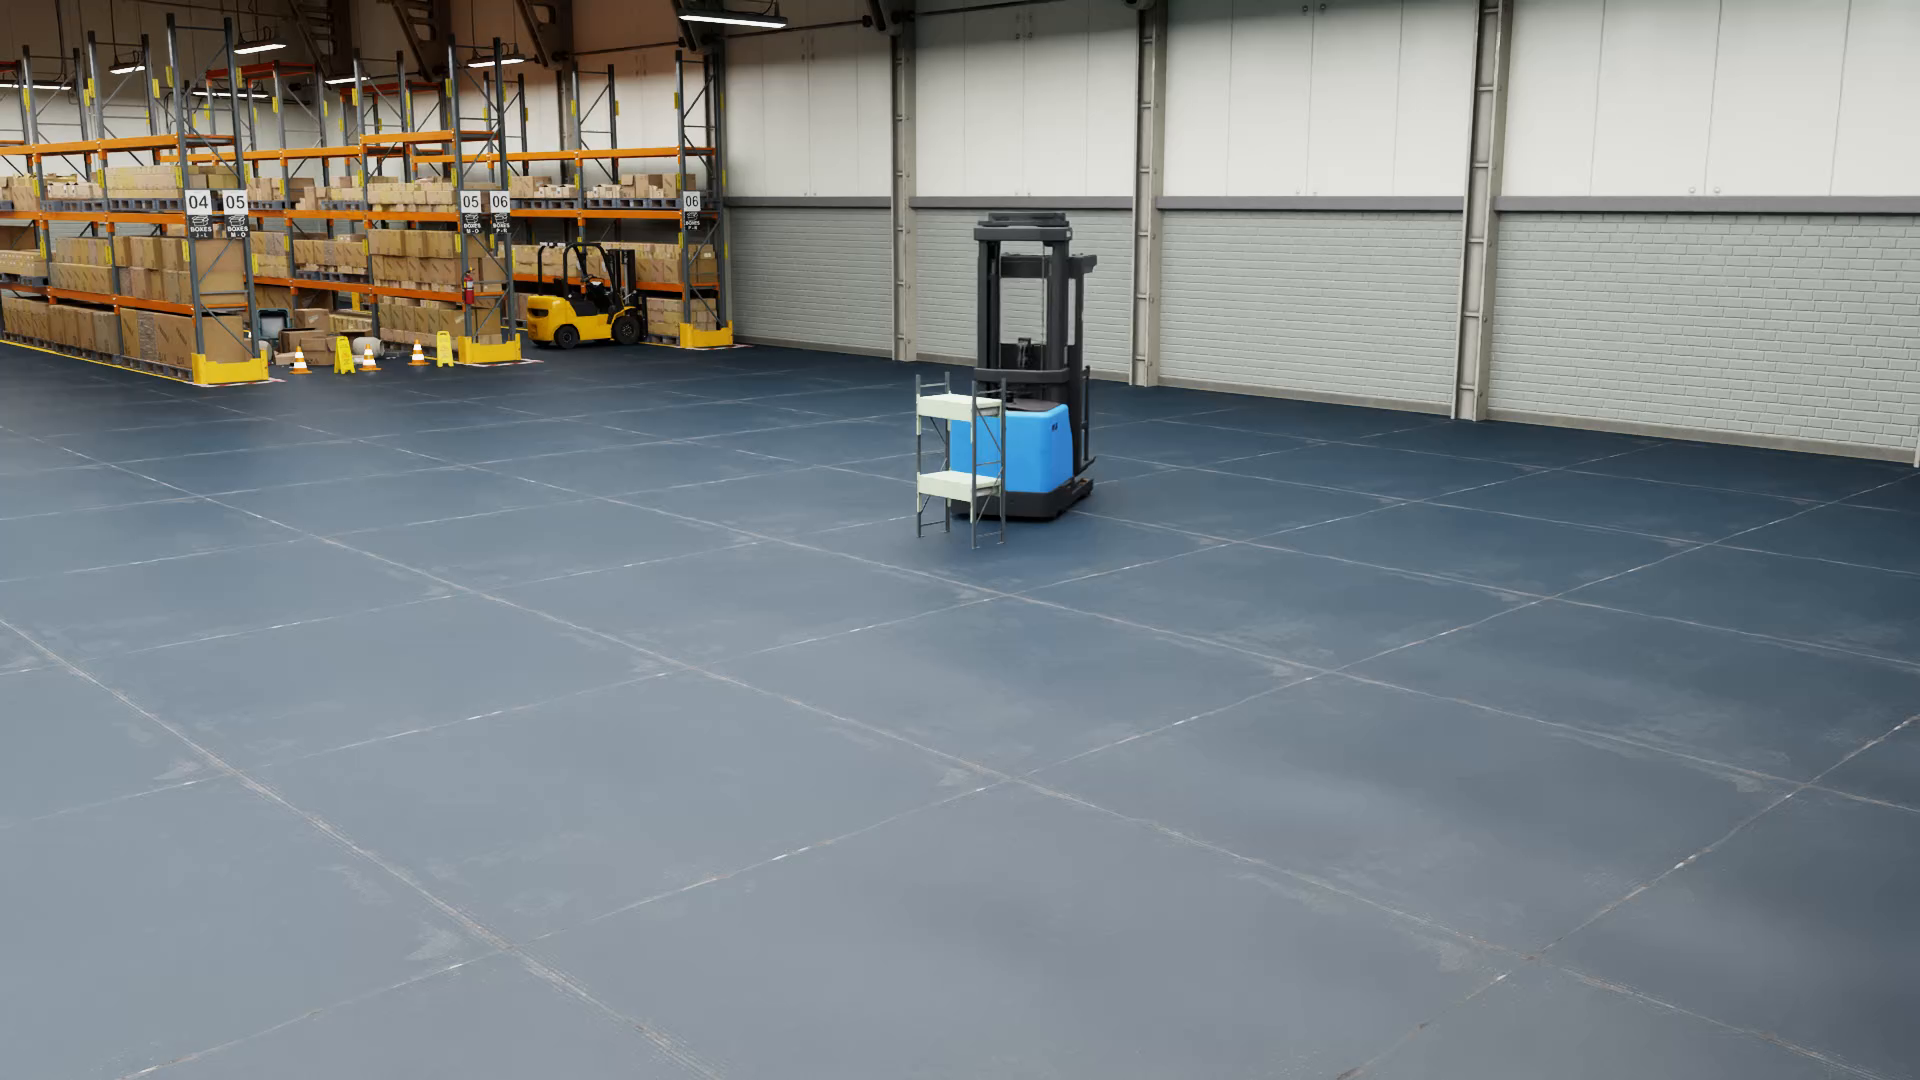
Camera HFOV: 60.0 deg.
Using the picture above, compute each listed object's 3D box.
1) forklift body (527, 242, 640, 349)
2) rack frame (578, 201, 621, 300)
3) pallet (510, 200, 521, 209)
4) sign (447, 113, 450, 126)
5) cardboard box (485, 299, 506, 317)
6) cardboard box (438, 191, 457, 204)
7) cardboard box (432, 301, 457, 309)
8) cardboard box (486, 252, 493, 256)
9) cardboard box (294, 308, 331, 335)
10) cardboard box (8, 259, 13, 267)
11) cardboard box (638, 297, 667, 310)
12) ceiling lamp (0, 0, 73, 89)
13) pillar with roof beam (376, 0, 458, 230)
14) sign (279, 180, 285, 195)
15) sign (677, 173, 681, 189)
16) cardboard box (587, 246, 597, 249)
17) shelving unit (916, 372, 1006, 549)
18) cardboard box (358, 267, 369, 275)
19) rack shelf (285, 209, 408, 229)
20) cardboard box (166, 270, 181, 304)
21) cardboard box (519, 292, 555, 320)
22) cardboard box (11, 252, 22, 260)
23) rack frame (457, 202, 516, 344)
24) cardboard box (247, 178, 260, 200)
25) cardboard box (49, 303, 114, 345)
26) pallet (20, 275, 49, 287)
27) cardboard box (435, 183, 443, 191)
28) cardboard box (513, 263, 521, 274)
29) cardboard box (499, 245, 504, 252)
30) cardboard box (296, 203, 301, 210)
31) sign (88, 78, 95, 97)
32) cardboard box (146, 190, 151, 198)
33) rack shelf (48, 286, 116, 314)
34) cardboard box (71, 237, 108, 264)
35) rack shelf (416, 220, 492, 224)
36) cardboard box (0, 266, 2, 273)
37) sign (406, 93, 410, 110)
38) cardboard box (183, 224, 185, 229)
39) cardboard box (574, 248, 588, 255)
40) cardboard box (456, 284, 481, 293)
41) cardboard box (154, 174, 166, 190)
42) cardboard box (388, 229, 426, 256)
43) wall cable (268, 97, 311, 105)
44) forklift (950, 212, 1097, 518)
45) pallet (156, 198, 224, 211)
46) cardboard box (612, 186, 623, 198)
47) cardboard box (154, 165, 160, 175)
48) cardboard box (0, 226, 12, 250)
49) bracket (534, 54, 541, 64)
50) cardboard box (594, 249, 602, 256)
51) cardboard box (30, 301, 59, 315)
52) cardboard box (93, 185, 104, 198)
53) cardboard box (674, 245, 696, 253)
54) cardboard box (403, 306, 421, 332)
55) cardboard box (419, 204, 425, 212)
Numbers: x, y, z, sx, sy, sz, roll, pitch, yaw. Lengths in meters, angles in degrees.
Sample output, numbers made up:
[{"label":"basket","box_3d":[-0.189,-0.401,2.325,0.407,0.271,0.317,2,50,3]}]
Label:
[{"label":"forklift body","box_3d":[-8.008,-5.197,35.144,2.313,2.155,1.214,-11,16,-43]},{"label":"rack frame","box_3d":[-8.141,-6.174,37.782,1.000,3.000,0.127,-11,16,-43]},{"label":"pallet","box_3d":[-10.370,-8.048,39.912,1.213,0.211,1.003,-10,15,-40]},{"label":"sign","box_3d":[-13.269,-10.893,43.113,0.100,0.325,0.005,-11,16,-43]},{"label":"cardboard box","box_3d":[-11.351,-5.771,40.980,0.500,0.500,0.500,-10,15,-41]},{"label":"cardboard box","box_3d":[-9.515,-6.476,31.451,0.500,0.250,0.500,-11,16,-43]},{"label":"cardboard box","box_3d":[-10.010,-4.566,32.288,0.380,0.149,0.250,-10,15,-41]},{"label":"cardboard box","box_3d":[-11.866,-6.999,41.117,0.500,0.250,0.500,11,16,42]},{"label":"cardboard box","box_3d":[-12.995,-4.376,33.373,0.500,0.500,0.500,-11,16,-43]},{"label":"cardboard box","box_3d":[-19.743,-5.823,34.926,0.380,0.149,0.250,-11,16,-44]},{"label":"cardboard box","box_3d":[-6.635,-5.108,35.907,0.500,0.250,0.500,-11,16,-42]},{"label":"ceiling lamp","box_3d":[-23.623,-13.084,41.990,2.000,3.185,0.800,-11,16,-43]},{"label":"pillar with roof beam","box_3d":[-16.609,-9.907,41.035,9.100,9.000,0.548,-11,16,-43]},{"label":"sign","box_3d":[-14.898,-7.750,36.523,0.100,0.325,0.005,-11,16,-43]},{"label":"sign","box_3d":[-5.781,-7.380,34.207,0.100,0.325,0.005,-11,16,-43]},{"label":"cardboard box","box_3d":[-8.136,-6.598,37.250,0.380,0.149,0.250,-10,16,-41]},{"label":"shelving unit","box_3d":[0.005,-0.734,15.094,0.431,1.500,0.755,-11,16,-43]},{"label":"cardboard box","box_3d":[-12.284,-5.601,34.583,0.380,0.149,0.250,-11,16,-42]},{"label":"rack shelf","box_3d":[-13.110,-6.890,35.609,1.077,0.370,4.000,-11,16,-43]},{"label":"cardboard box","box_3d":[-13.161,-4.392,28.761,0.875,0.550,0.550,-11,16,-43]},{"label":"cardboard box","box_3d":[-10.026,-5.613,39.904,0.875,0.625,0.625,-10,15,-41]},{"label":"cardboard box","box_3d":[-19.563,-5.931,34.714,0.380,0.149,0.250,-10,15,-40]},{"label":"rack frame","box_3d":[-8.966,-4.898,31.589,1.000,3.000,0.127,-11,16,-43]},{"label":"cardboard box","box_3d":[-15.918,-8.006,37.953,0.500,0.500,0.500,-11,16,-42]},{"label":"cardboard box","box_3d":[-17.646,-4.363,33.528,1.050,0.750,0.750,-11,16,-43]},{"label":"pallet","box_3d":[-18.571,-5.356,34.288,1.213,0.211,1.003,-11,16,-43]},{"label":"cardboard box","box_3d":[-9.753,-6.720,31.648,0.380,0.149,0.250,-11,16,-43]},{"label":"cardboard box","box_3d":[-10.430,-6.511,39.792,0.500,0.250,0.500,-11,16,-44]},{"label":"cardboard box","box_3d":[-10.897,-7.037,40.115,0.380,0.149,0.250,-10,15,-41]},{"label":"cardboard box","box_3d":[-14.397,-7.342,36.640,0.380,0.149,0.250,-11,16,-43]},{"label":"sign","box_3d":[-15.623,-8.134,29.919,0.100,0.325,0.005,-11,16,-43]},{"label":"cardboard box","box_3d":[-13.829,-5.981,28.746,0.380,0.149,0.250,-11,16,-42]},{"label":"rack shelf","box_3d":[-16.620,-4.716,32.492,1.077,0.370,4.000,-11,16,-43]},{"label":"cardboard box","box_3d":[-16.993,-5.684,32.681,0.700,0.500,0.500,-11,16,-43]},{"label":"rack shelf","box_3d":[-12.285,-8.166,41.802,1.077,0.370,4.000,-11,16,-43]},{"label":"cardboard box","box_3d":[-20.286,-5.792,35.512,0.380,0.149,0.250,-11,16,-42]},{"label":"sign","box_3d":[-11.324,-8.989,34.069,0.100,0.325,0.005,-11,16,-43]},{"label":"cardboard box","box_3d":[-19.086,-7.807,41.379,0.380,0.149,0.250,-11,16,-42]},{"label":"cardboard box","box_3d":[-8.538,-6.559,37.798,0.380,0.149,0.250,-10,15,-41]},{"label":"cardboard box","box_3d":[-9.379,-4.799,31.734,0.380,0.149,0.250,-10,15,-41]},{"label":"cardboard box","box_3d":[-13.362,-6.095,28.312,0.500,0.250,0.500,-11,16,-42]},{"label":"cardboard box","box_3d":[-10.918,-5.917,33.072,0.700,0.500,0.500,-11,16,-44]},{"label":"wall cable","box_3d":[-19.400,-14.589,49.980,2.988,3.039,0.133,-11,16,-43]},{"label":"forklift","box_3d":[0.782,-1.898,17.200,1.130,2.935,3.031,3,12,16]},{"label":"pallet","box_3d":[-12.997,-5.726,28.394,1.003,0.211,1.213,-11,16,-43]},{"label":"cardboard box","box_3d":[-7.336,-7.573,36.184,0.258,0.266,0.396,11,16,44]},{"label":"cardboard box","box_3d":[-13.483,-6.298,28.310,0.380,0.149,0.250,-11,16,-42]},{"label":"cardboard box","box_3d":[-21.284,-6.660,36.679,0.500,0.500,0.500,11,16,43]},{"label":"bracket","box_3d":[-9.895,-11.405,39.387,0.235,0.232,0.430,-11,16,-43]},{"label":"cardboard box","box_3d":[-7.932,-6.420,37.120,0.380,0.149,0.250,-10,16,-41]},{"label":"cardboard box","box_3d":[-19.020,-4.845,34.628,0.500,0.250,0.500,-11,16,-42]},{"label":"cardboard box","box_3d":[-15.843,-6.508,31.055,0.500,0.250,0.500,-11,16,-42]},{"label":"cardboard box","box_3d":[-5.779,-6.125,34.954,0.380,0.149,0.250,-11,16,-42]},{"label":"cardboard box","box_3d":[-10.782,-4.432,33.241,0.500,0.500,0.500,-10,15,-40]},{"label":"cardboard box","box_3d":[-10.279,-6.448,32.301,0.250,0.149,0.380,11,16,44]}]
